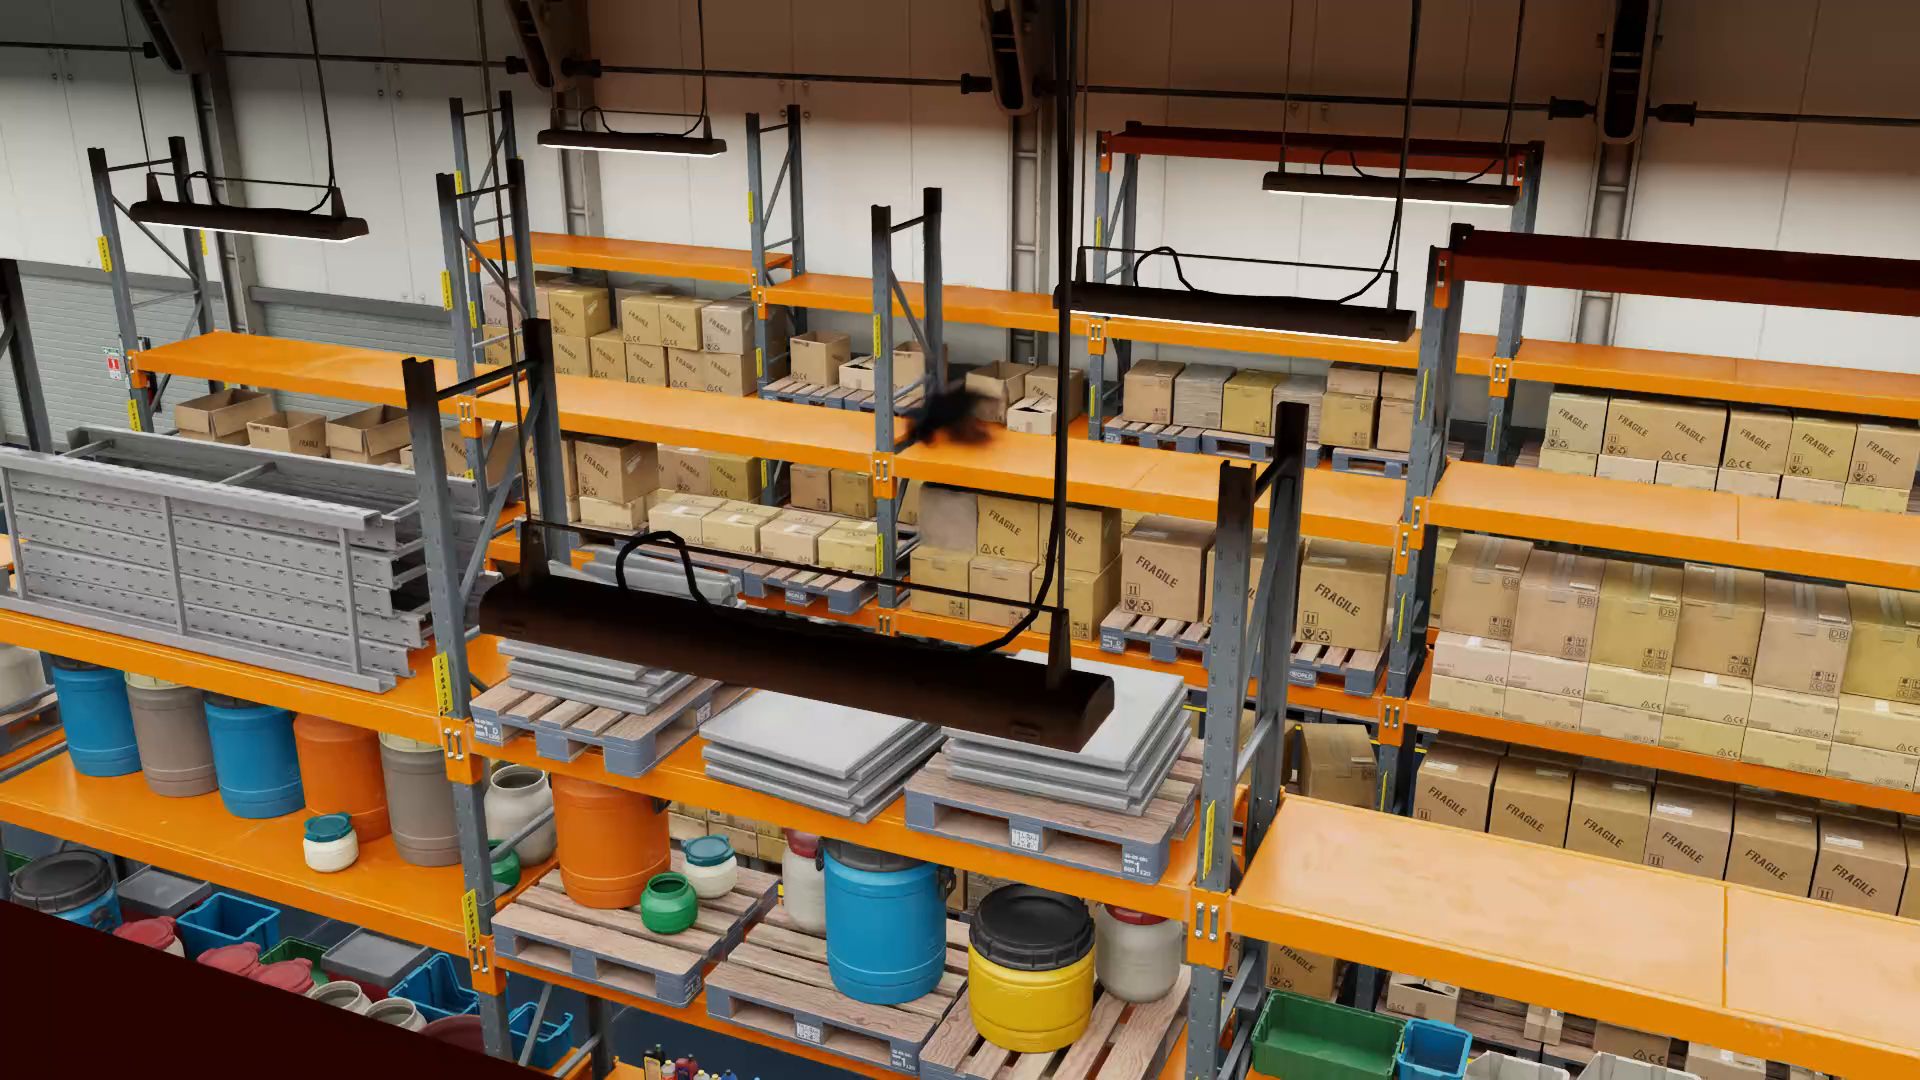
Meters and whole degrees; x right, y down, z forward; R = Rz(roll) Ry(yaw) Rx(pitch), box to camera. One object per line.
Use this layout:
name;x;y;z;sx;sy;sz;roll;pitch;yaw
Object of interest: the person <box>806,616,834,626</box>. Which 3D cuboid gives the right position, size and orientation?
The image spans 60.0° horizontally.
person;-1.351;1.214;16.461;0.524;1.553;0.522;5;21;12
